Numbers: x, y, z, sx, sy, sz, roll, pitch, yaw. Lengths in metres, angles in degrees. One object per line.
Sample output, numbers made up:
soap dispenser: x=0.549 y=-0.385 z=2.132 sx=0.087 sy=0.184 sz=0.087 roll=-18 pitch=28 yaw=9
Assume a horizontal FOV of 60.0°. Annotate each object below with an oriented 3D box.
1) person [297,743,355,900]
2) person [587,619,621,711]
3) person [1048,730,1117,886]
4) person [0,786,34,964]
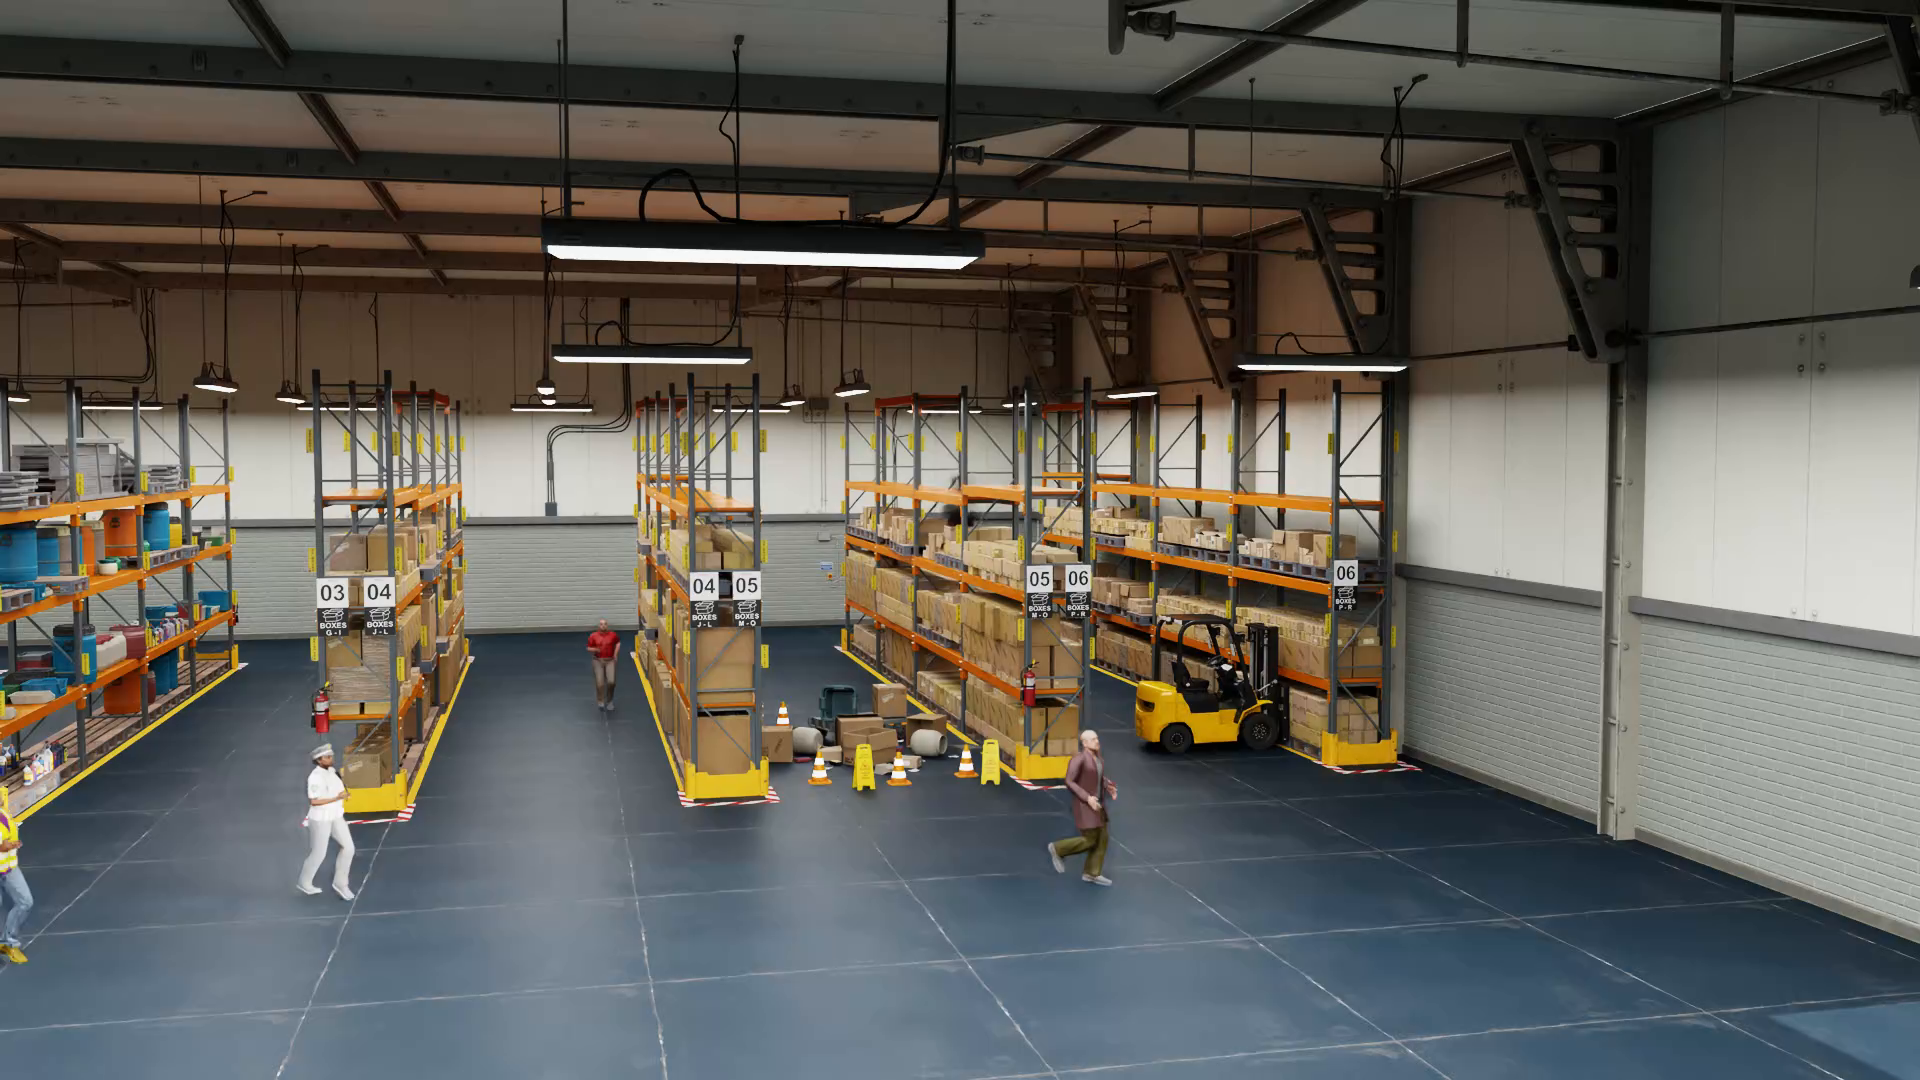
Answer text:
person: x=-6.950 y=3.102 z=18.267 sx=0.700 sy=1.756 sz=0.556 roll=1 pitch=3 yaw=17
person: x=-6.665 y=2.359 z=31.176 sx=0.642 sy=1.762 sz=0.685 roll=-1 pitch=3 yaw=-15
person: x=1.425 y=3.040 z=19.040 sx=0.743 sy=1.761 sz=0.712 roll=2 pitch=4 yaw=33
person: x=-9.222 y=3.203 z=15.934 sx=0.706 sy=1.812 sz=0.673 roll=0 pitch=3 yaw=7
